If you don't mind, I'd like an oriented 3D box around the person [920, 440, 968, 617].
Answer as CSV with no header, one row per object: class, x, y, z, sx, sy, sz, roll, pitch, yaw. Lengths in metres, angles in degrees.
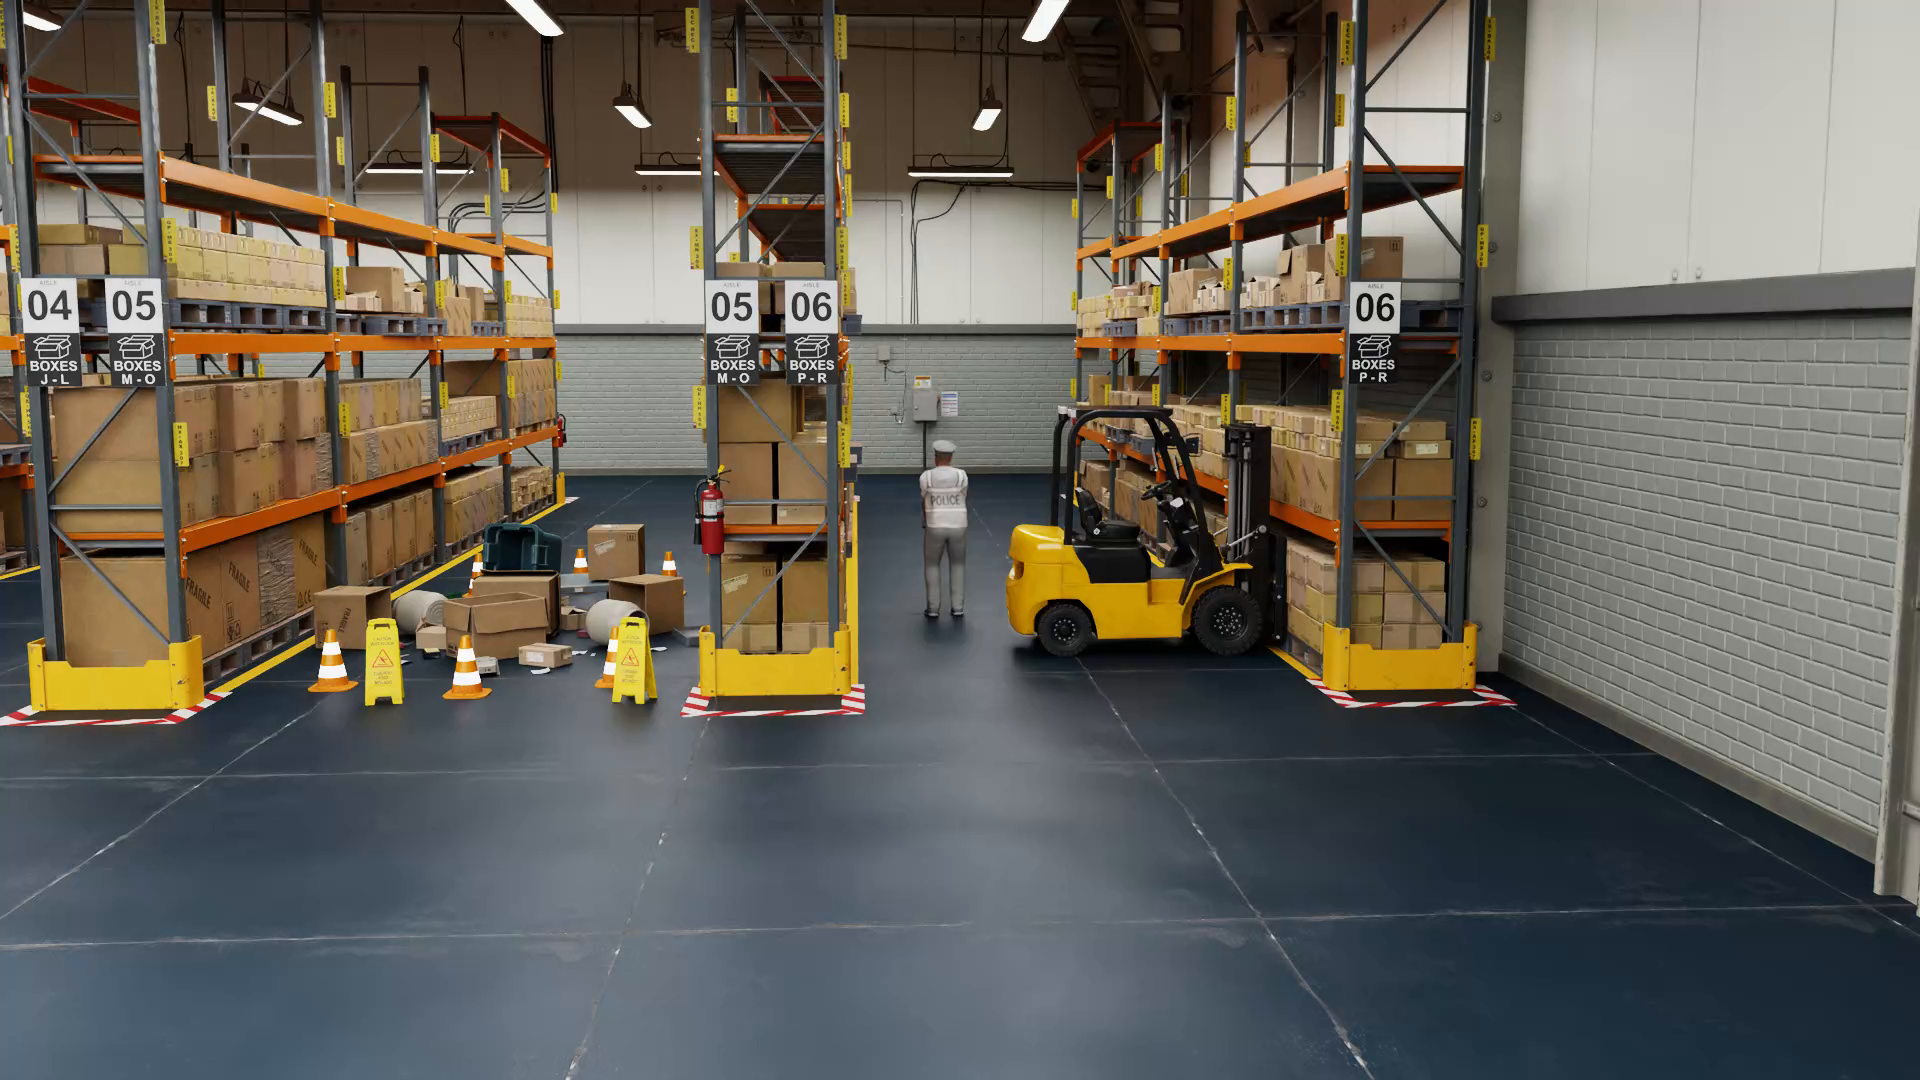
person,-0.172,-0.124,16.695,0.490,1.771,0.566,-1,7,-7
